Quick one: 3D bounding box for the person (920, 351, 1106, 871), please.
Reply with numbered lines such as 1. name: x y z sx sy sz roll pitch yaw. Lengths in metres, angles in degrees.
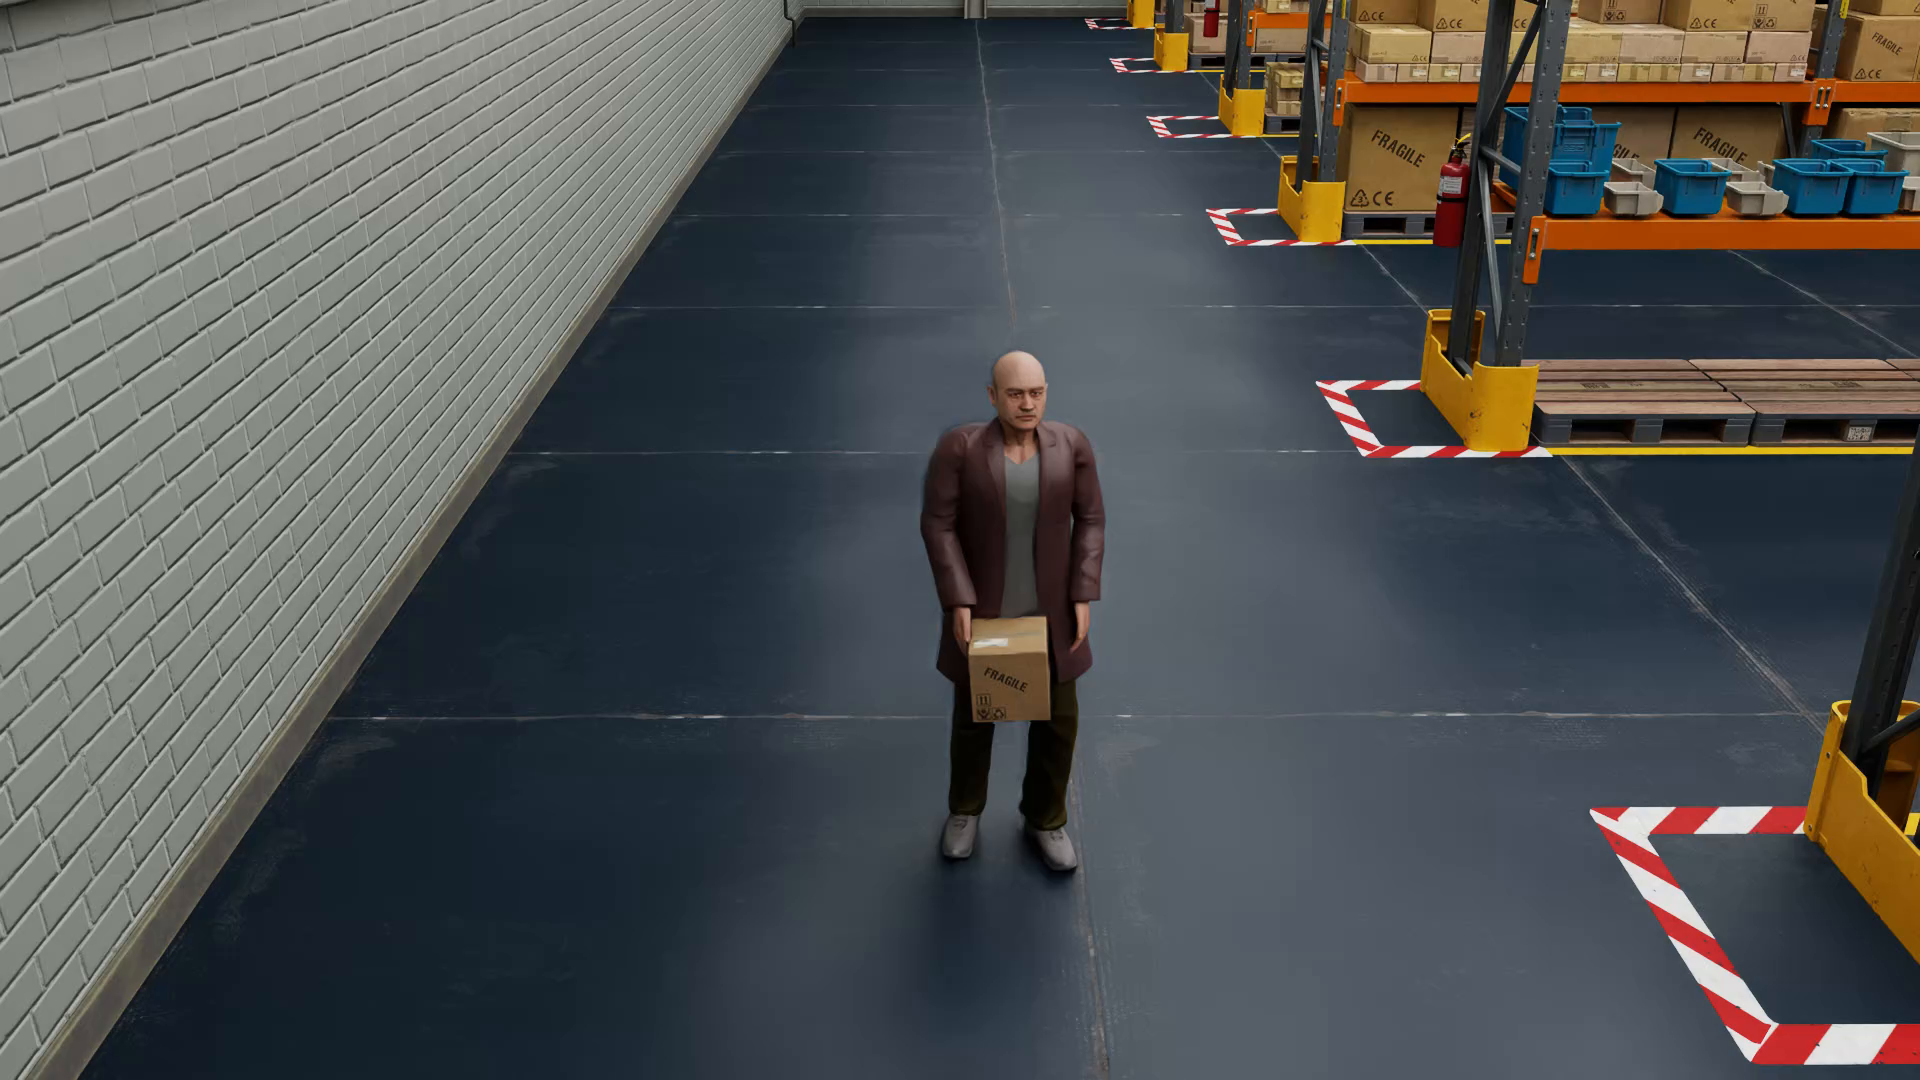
1. person: 0.188 0.256 5.536 0.626 1.779 0.490 -3 24 -7
